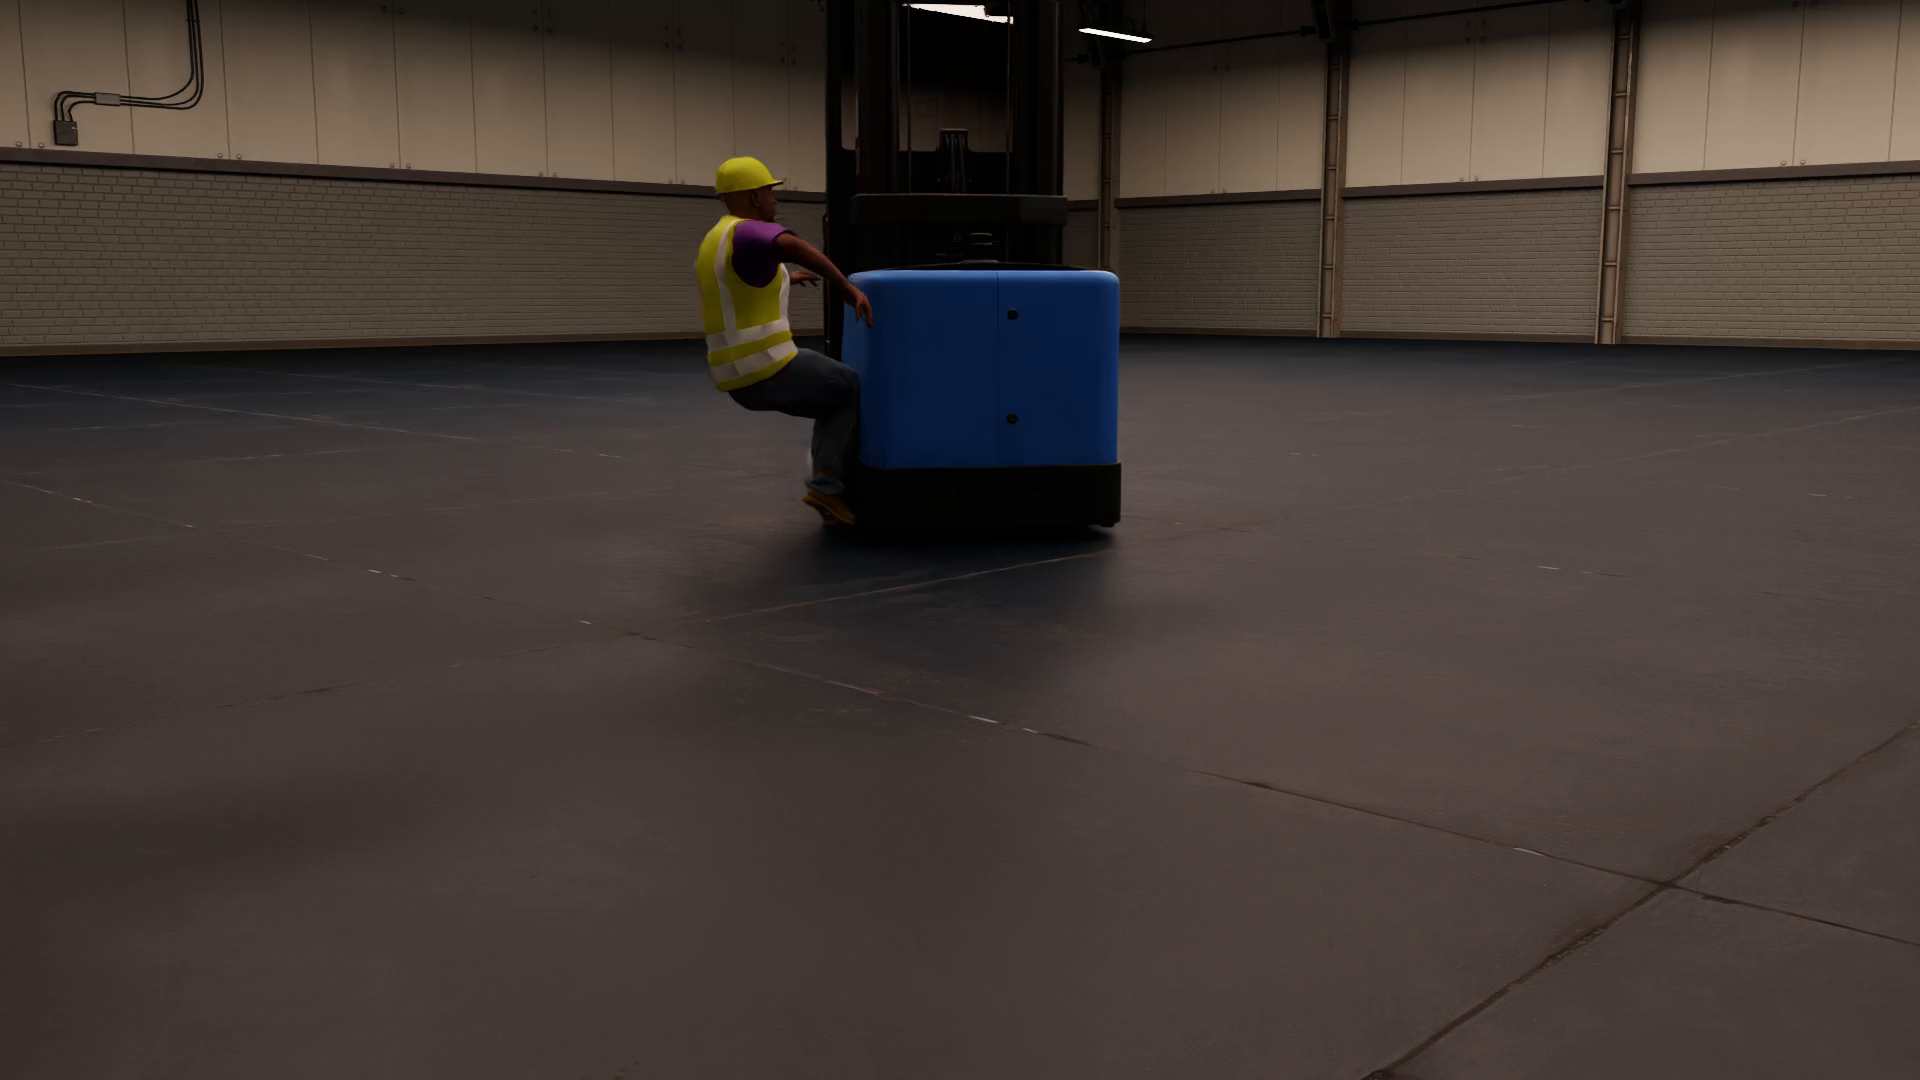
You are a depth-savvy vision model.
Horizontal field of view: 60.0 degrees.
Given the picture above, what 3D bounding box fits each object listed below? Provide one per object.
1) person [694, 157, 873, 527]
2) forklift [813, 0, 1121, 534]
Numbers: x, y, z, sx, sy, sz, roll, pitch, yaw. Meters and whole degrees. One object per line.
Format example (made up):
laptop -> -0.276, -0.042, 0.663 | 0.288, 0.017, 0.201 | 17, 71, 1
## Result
person -> -0.615, -0.781, 6.807 | 0.874, 1.532, 1.108 | -6, 11, -36
forklift -> -0.112, -1.652, 7.848 | 1.130, 2.935, 3.031 | -2, 9, -10
